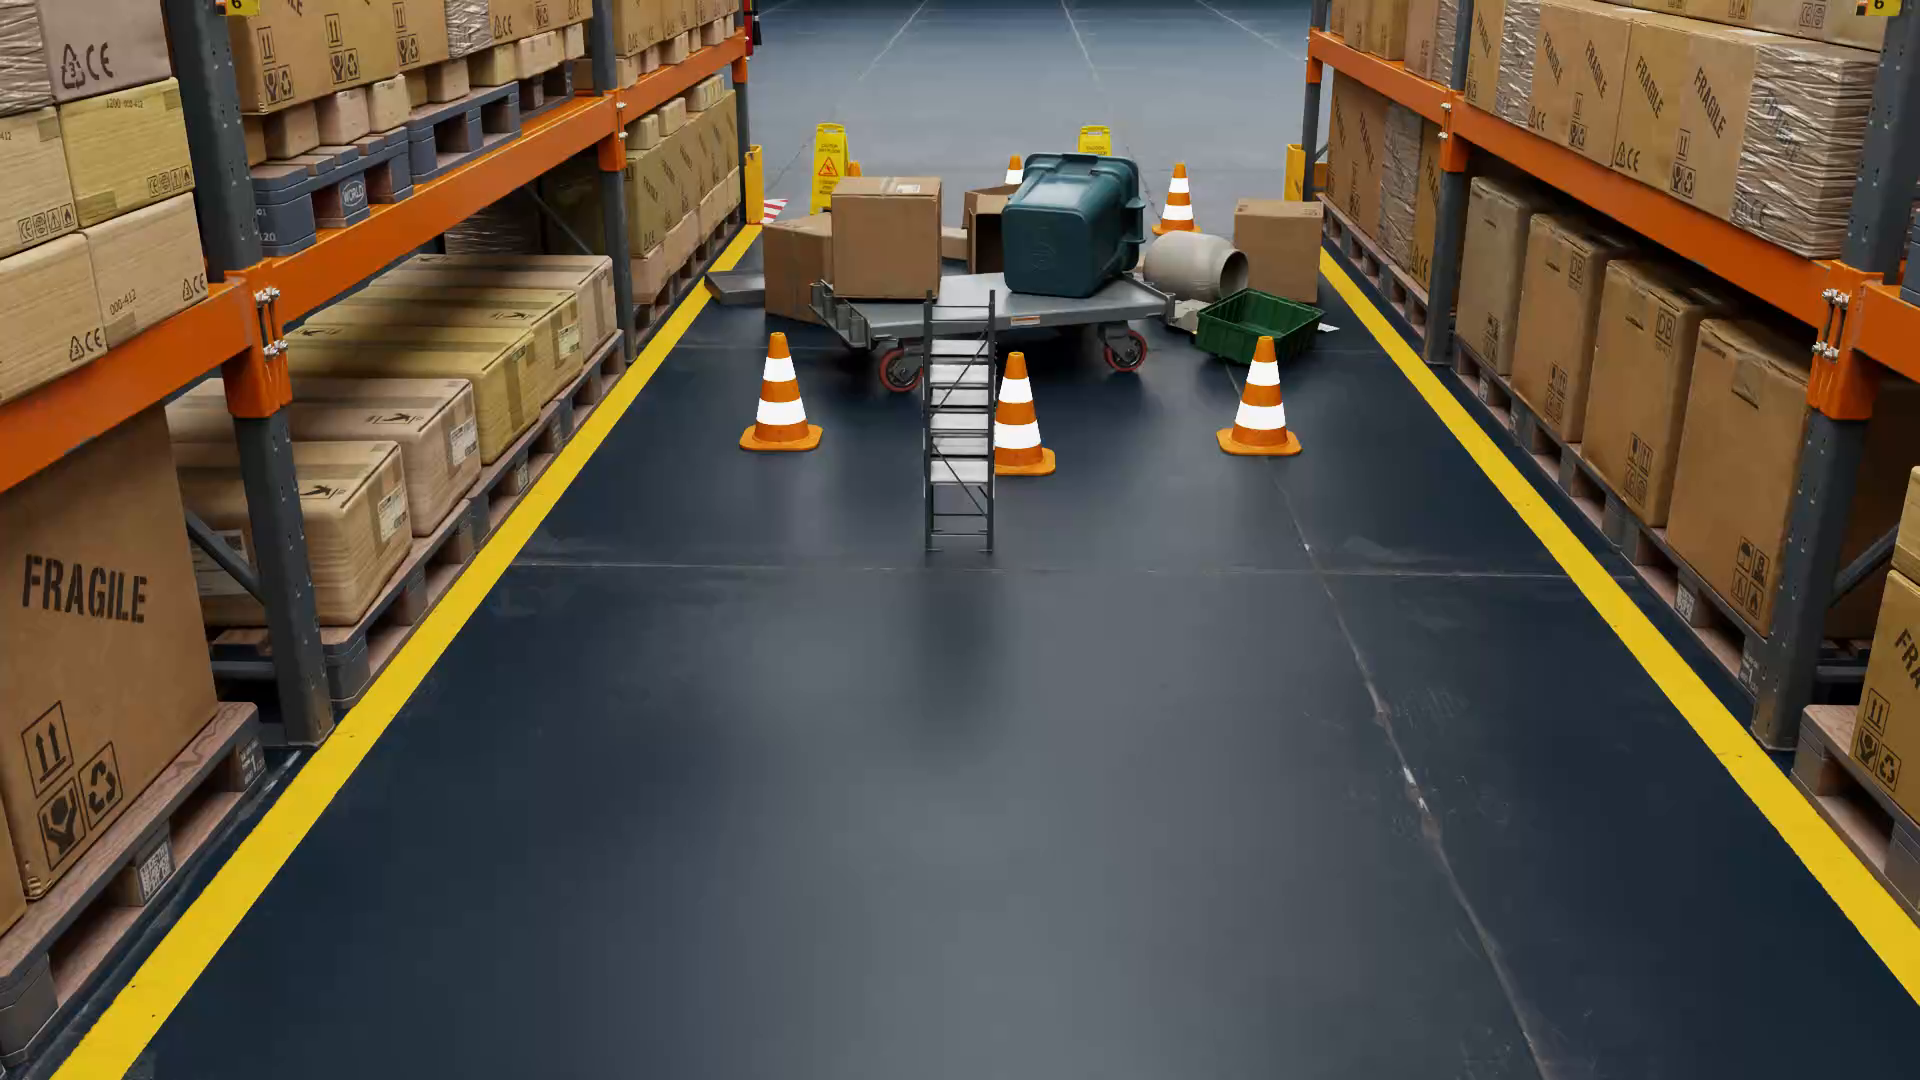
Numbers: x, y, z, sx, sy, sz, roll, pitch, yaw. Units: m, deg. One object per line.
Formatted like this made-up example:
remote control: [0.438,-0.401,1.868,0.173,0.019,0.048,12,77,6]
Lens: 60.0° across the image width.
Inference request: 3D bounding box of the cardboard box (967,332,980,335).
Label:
cardboard box: [0.041,-1.293,8.995,0.258,0.266,0.396,-16,26,-35]

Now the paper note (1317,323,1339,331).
paper note: [1.937,-1.148,8.946,0.147,0.020,0.142,-16,26,-35]

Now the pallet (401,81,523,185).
pallet: [-2.232,-1.478,5.956,1.003,0.211,1.213,1,21,2]

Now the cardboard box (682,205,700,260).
cardboard box: [-1.823,-1.806,9.758,0.500,0.250,0.500,0,21,1]

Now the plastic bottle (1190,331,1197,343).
plastic bottle: [1.322,-1.026,8.588,0.133,0.061,0.283,-11,24,-26]

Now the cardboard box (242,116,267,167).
cardboard box: [-2.055,-1.045,4.342,0.380,0.149,0.250,-1,21,-1]

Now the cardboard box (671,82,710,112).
cardboard box: [-1.736,-2.697,10.121,0.380,0.149,0.250,2,21,4]

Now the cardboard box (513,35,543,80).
cardboard box: [-1.871,-1.906,6.561,0.380,0.149,0.250,1,21,2]

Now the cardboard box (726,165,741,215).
cardboard box: [-1.764,-2.353,11.168,0.500,0.250,0.500,1,21,1]

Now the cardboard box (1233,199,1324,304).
cardboard box: [1.843,-1.688,9.684,0.500,0.500,0.500,4,22,11]

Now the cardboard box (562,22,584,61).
cardboard box: [-1.869,-2.187,7.285,0.380,0.149,0.250,1,21,2]

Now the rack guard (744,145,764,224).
rack guard: [-2.010,-2.551,11.911,1.175,0.500,0.348,1,21,2]

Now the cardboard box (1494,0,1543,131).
cardboard box: [2.522,-1.956,6.785,0.500,0.500,0.500,1,21,2]

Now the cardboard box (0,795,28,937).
cardboard box: [-2.386,0.515,2.911,0.875,0.875,0.875,1,21,2]

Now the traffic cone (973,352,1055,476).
traffic cone: [0.223,-0.535,6.768,0.336,0.463,0.334,1,21,2]

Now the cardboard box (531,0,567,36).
cardboard box: [-1.928,-2.329,6.756,0.500,0.500,0.500,1,21,2]

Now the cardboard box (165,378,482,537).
cardboard box: [-2.209,-0.293,5.689,0.950,0.372,0.625,0,21,1]

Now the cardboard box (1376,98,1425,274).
cardboard box: [2.934,-2.037,9.489,0.875,0.875,0.875,1,21,2]

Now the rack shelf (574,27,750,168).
rack shelf: [-2.068,-2.685,9.796,1.077,0.370,4.000,1,21,2]

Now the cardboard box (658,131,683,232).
cardboard box: [-1.837,-1.965,9.130,0.500,0.500,0.500,1,21,4]

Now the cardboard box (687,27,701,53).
cardboard box: [-1.774,-3.026,10.027,0.380,0.149,0.250,0,21,1]

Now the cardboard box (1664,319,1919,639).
cardboard box: [2.808,-0.199,4.925,1.050,0.750,0.750,0,21,1]

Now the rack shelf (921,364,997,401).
rack shelf: [0.000,-0.553,5.806,0.258,0.077,0.200,1,21,2]

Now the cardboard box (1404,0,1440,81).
cardboard box: [2.815,-2.682,8.587,0.875,0.550,0.550,1,21,2]

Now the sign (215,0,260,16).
sign: [-1.696,-1.386,3.853,0.100,0.325,0.005,1,21,2]

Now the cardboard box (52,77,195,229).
cardboard box: [-2.012,-0.836,3.553,0.500,0.250,0.500,1,21,1]

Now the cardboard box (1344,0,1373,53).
cardboard box: [2.840,-3.261,10.078,0.875,0.550,0.550,1,21,2]

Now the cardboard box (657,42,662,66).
cardboard box: [-1.846,-2.664,9.097,0.380,0.149,0.250,1,21,1]

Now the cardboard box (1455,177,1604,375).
cardboard box: [2.893,-1.201,7.506,1.050,0.750,0.750,1,21,1]

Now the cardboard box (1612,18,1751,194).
cardboard box: [2.477,-1.406,5.369,0.500,0.500,0.500,0,21,1]

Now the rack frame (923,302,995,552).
rack frame: [-0.003,-0.380,5.764,0.240,0.900,0.006,1,21,2]

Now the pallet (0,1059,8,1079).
pallet: [-2.390,1.173,2.713,1.003,0.211,1.213,1,21,2]

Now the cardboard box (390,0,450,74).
cardboard box: [-1.988,-1.773,5.321,0.500,0.500,0.500,1,21,3]

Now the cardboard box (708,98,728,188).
cardboard box: [-1.784,-2.526,10.575,0.500,0.500,0.500,1,21,4]

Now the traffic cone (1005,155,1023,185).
traffic cone: [0.389,-2.502,11.837,0.336,0.463,0.334,1,21,2]

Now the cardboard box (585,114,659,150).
cardboard box: [-1.778,-2.118,8.628,0.380,0.149,0.250,1,21,2]

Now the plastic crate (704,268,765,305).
plastic crate: [-1.262,-1.495,9.770,0.402,0.080,0.583,-7,22,-17]

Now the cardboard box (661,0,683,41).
cardboard box: [-1.817,-3.002,9.069,0.500,0.500,0.500,0,21,1]

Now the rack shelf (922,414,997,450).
rack shelf: [0.000,-0.386,5.871,0.258,0.077,0.200,1,21,2]

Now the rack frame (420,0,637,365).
rack frame: [-2.129,-2.297,7.803,1.000,3.000,0.127,1,21,2]

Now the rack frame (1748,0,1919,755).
rack frame: [2.700,-0.833,4.029,1.000,3.000,0.127,1,21,2]

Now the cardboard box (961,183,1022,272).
cardboard box: [0.470,-1.917,10.273,0.797,0.503,0.637,-16,26,-35]

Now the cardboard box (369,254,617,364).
cardboard box: [-2.143,-1.078,7.713,0.950,0.372,0.625,1,21,2]

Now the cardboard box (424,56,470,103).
cardboard box: [-1.957,-1.629,5.847,0.380,0.149,0.250,1,21,3]

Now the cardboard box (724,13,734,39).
cardboard box: [-1.702,-3.396,10.982,0.380,0.149,0.250,0,21,1]

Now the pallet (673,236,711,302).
pallet: [-2.110,-1.683,10.074,1.003,0.211,1.213,1,21,2]

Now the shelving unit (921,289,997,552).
shelving unit: [0.000,-0.417,5.859,0.258,0.900,0.210,1,21,2]

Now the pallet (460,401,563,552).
pallet: [-2.186,-0.273,6.442,1.003,0.211,1.213,1,21,2]

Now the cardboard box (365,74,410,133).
cardboard box: [-1.929,-1.345,5.114,0.380,0.149,0.250,1,21,2]

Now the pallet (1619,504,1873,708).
pallet: [2.799,0.183,5.266,1.003,0.211,1.213,1,21,2]

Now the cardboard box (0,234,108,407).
cardboard box: [-2.007,-0.410,3.147,0.500,0.250,0.500,1,21,3]

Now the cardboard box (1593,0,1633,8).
cardboard box: [2.783,-2.244,6.144,0.700,0.500,0.500,1,21,2]

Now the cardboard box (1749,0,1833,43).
cardboard box: [2.738,-1.691,4.719,0.700,0.500,0.500,0,21,1]

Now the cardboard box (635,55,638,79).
cardboard box: [-1.843,-2.382,8.369,0.380,0.149,0.250,1,21,3]

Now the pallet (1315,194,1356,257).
pallet: [2.997,-2.135,11.241,1.003,0.211,1.213,1,21,2]

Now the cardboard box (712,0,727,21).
cardboard box: [-1.768,-3.548,10.478,0.500,0.500,0.500,1,21,2]

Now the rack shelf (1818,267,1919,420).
rack shelf: [2.639,0.226,2.295,1.077,0.370,4.000,1,21,2]
